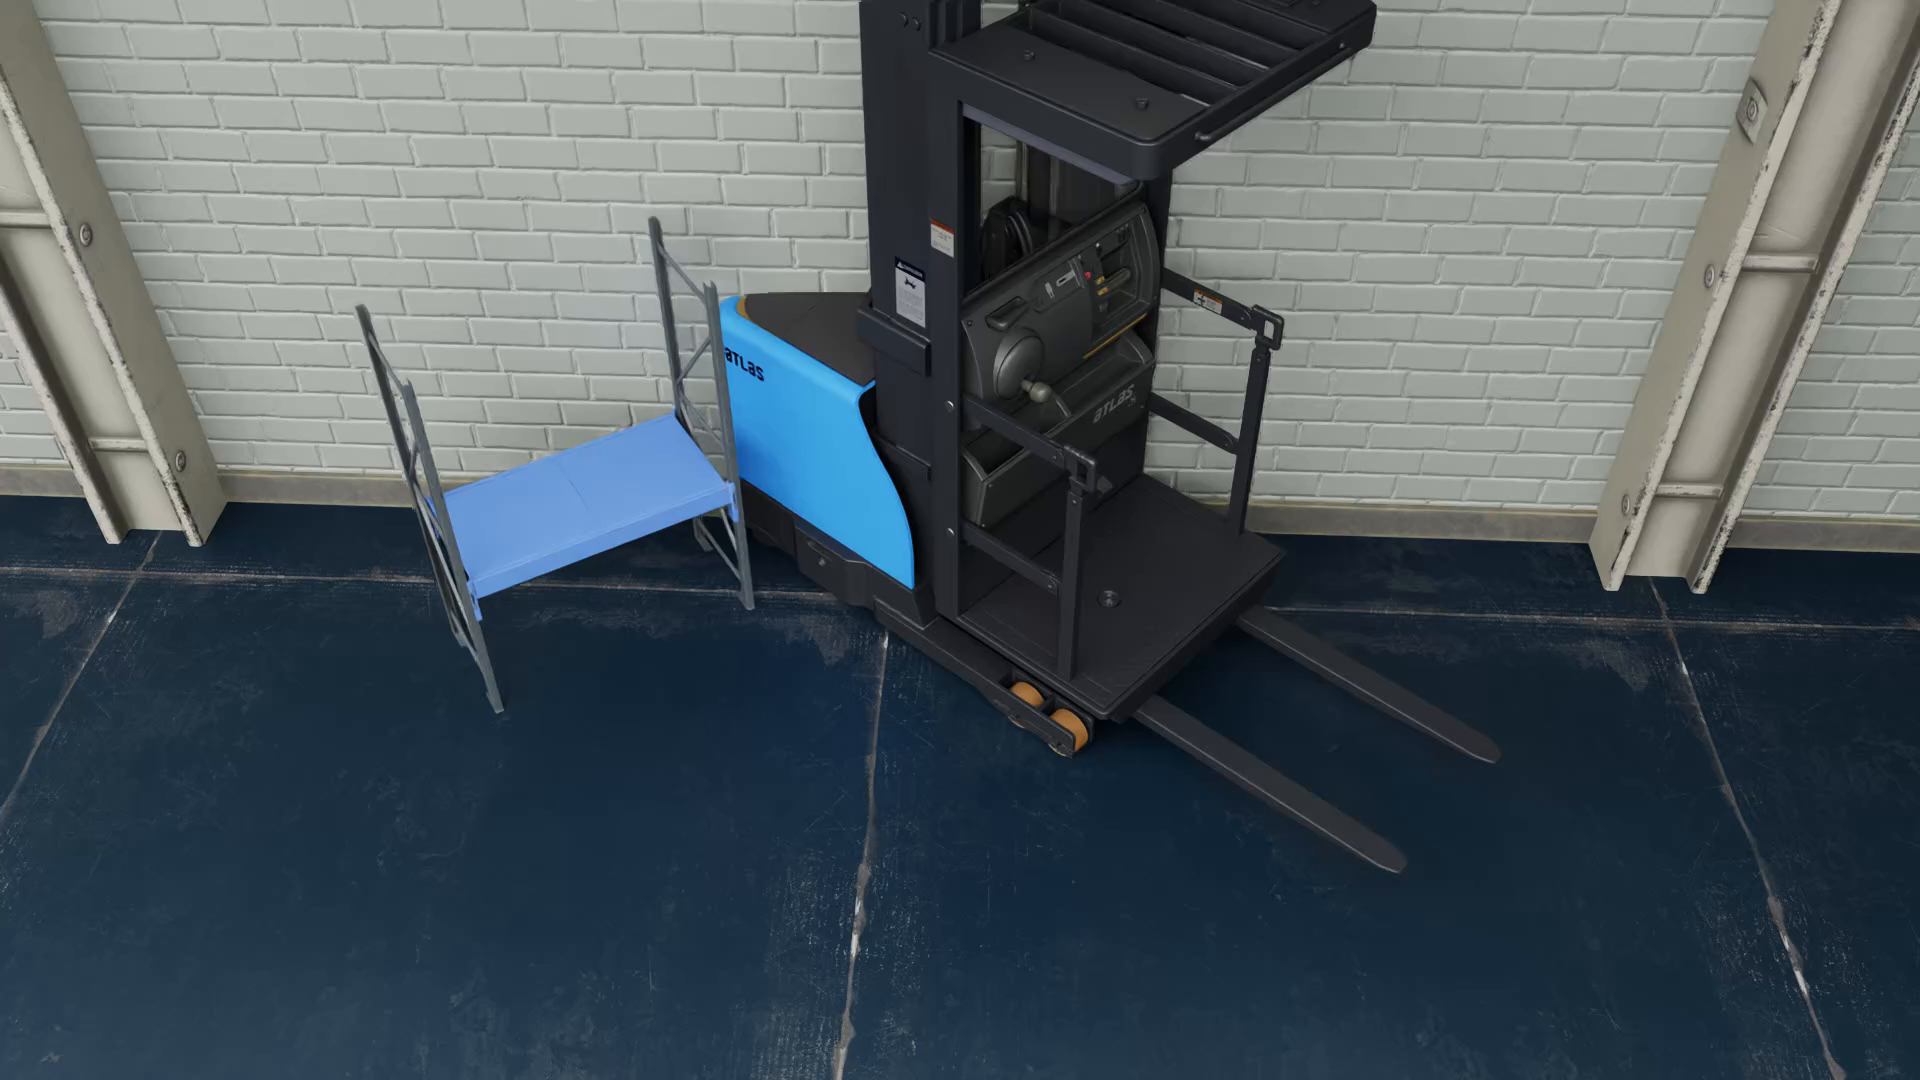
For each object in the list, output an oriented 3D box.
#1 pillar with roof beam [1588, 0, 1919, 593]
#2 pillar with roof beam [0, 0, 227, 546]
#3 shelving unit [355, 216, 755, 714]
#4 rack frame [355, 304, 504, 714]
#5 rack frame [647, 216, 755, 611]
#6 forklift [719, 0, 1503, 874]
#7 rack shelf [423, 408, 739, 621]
[{"bbox_3d":[2.546,-0.263,0.430,0.400,9.000,9.100,2,43,2],"label":"pillar with roof beam"},{"bbox_3d":[-3.448,-0.447,0.628,0.400,9.000,9.100,2,43,2],"label":"pillar with roof beam"},{"bbox_3d":[-1.373,-0.243,5.911,1.048,1.500,0.538,-22,47,-22],"label":"shelving unit"},{"bbox_3d":[-1.808,-0.064,5.718,0.032,1.500,0.500,-22,47,-22],"label":"rack frame"},{"bbox_3d":[-0.938,-0.423,6.103,0.032,1.500,0.500,-22,47,-22],"label":"rack frame"},{"bbox_3d":[0.503,-0.712,5.364,3.031,2.935,1.130,32,52,30],"label":"forklift"},{"bbox_3d":[-1.373,-0.111,6.033,1.000,0.185,0.538,-22,47,-22],"label":"rack shelf"}]
